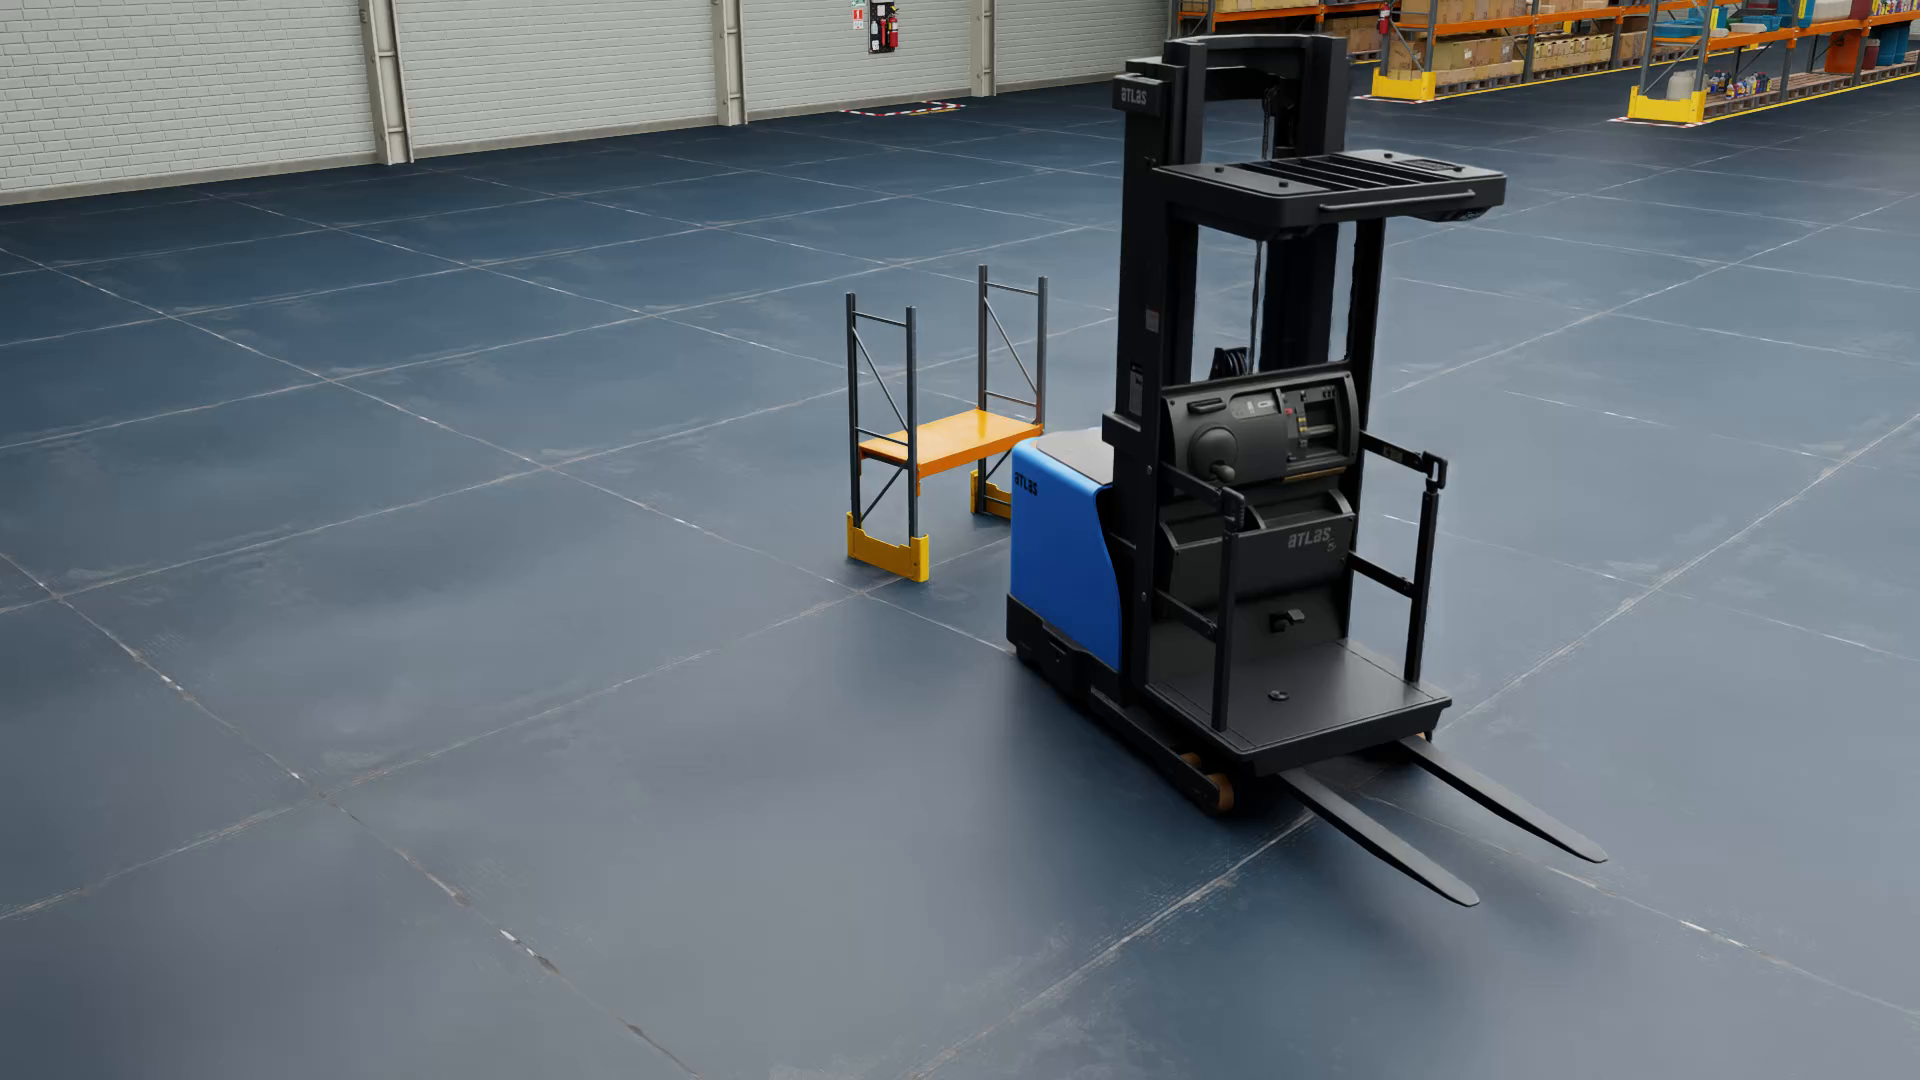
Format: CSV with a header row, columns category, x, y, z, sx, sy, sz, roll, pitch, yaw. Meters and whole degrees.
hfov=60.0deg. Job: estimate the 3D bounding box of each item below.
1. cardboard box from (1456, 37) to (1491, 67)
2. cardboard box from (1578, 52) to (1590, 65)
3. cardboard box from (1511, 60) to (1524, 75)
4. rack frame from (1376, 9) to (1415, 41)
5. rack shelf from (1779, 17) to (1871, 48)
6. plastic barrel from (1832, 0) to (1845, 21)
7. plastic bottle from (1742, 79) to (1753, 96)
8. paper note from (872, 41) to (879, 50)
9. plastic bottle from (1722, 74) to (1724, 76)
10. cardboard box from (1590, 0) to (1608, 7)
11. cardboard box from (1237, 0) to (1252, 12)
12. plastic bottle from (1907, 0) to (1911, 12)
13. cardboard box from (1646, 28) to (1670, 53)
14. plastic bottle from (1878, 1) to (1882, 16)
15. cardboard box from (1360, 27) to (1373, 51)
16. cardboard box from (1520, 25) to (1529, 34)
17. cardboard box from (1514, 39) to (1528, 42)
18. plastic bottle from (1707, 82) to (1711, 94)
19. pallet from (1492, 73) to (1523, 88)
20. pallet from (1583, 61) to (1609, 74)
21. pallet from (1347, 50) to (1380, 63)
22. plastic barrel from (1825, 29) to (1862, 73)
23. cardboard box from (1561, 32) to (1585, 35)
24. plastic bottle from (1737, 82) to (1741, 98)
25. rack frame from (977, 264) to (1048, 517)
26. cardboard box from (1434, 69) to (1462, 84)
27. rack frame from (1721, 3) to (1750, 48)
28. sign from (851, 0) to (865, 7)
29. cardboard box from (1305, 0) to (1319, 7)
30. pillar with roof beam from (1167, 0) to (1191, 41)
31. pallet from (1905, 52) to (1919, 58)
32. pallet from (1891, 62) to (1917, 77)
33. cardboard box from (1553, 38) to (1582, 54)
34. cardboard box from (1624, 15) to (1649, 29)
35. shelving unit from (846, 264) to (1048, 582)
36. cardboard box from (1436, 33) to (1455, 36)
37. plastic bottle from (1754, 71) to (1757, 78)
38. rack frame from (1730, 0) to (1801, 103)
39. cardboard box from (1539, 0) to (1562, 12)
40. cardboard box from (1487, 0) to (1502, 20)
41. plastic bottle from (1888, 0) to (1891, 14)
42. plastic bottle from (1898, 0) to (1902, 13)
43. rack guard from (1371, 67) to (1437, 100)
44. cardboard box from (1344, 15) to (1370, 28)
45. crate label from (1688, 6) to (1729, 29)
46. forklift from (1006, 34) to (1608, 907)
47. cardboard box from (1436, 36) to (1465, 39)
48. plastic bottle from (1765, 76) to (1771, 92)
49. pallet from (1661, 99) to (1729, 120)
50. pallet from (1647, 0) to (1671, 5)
category,x,y,z,sx,sy,sz,roll,pitch,yaw
cardboard box,9.888,-9.433,32.137,0.500,0.500,0.500,19,28,41
cardboard box,12.985,-10.214,35.214,0.500,0.250,0.500,-19,28,-41
cardboard box,10.930,-9.470,33.279,0.500,0.250,0.500,19,28,41
rack frame,10.336,-12.998,39.211,1.000,3.000,0.127,19,28,41
rack shelf,16.039,-9.669,31.552,1.077,0.370,4.000,19,28,41
plastic barrel,16.575,-10.145,31.631,0.421,0.512,0.421,0,21,0
plastic bottle,13.925,-8.014,29.426,0.135,0.276,0.152,-20,28,-41
paper note,-1.487,-8.731,29.337,0.016,0.148,0.142,19,28,41
plastic bottle,13.901,-8.362,30.333,0.135,0.276,0.152,-19,28,-40
cardboard box,13.602,-11.635,35.789,0.500,0.311,0.500,-18,27,-39
cardboard box,5.675,-11.064,34.361,0.500,0.250,0.500,18,28,39
plastic bottle,19.574,-11.083,34.402,0.152,0.276,0.135,19,28,41
cardboard box,15.838,-11.374,37.856,0.500,0.500,0.500,20,29,41
plastic bottle,18.290,-10.610,33.171,0.152,0.276,0.135,19,28,41
cardboard box,9.102,-11.601,38.446,0.700,0.500,0.500,19,28,40
cardboard box,14.434,-13.482,43.369,0.500,0.500,0.700,-19,28,-41
cardboard box,11.533,-10.217,34.440,0.500,0.311,0.500,-19,28,-41
plastic bottle,13.342,-8.061,29.654,0.097,0.201,0.097,0,21,0
pallet,10.512,-9.236,33.309,1.003,0.211,1.213,19,28,41
pallet,13.285,-10.256,35.963,1.003,0.211,1.213,19,28,41
pallet,8.938,-11.184,38.378,1.003,0.211,1.213,19,28,41
plastic barrel,17.763,-9.832,33.413,0.600,0.830,0.708,19,28,41
cardboard box,13.312,-10.873,36.147,0.500,0.311,0.500,-19,28,-40
plastic bottle,13.580,-7.870,29.059,0.097,0.271,0.097,0,21,0
rack frame,0.295,-0.809,9.588,0.500,1.500,0.032,19,28,41
cardboard box,9.186,-8.827,31.606,0.500,0.250,0.500,19,28,41
rack frame,19.468,-13.816,41.338,1.000,3.000,0.127,19,28,41
sign,-1.764,-9.317,28.845,0.001,0.109,0.331,19,28,41
cardboard box,7.432,-11.712,36.045,0.500,0.250,0.500,19,28,41
pillar with roof beam,7.708,-13.061,31.013,9.100,9.000,0.400,19,28,41
pallet,21.561,-10.759,37.273,1.003,0.211,1.213,19,28,41
pallet,19.656,-10.057,35.447,1.003,0.211,1.213,19,28,41
cardboard box,12.635,-10.345,34.774,0.500,0.311,0.500,-19,28,-41
cardboard box,15.468,-11.856,38.065,0.500,0.250,0.500,19,28,41
shelving unit,-0.053,-0.680,9.255,0.587,1.500,1.083,19,28,41
cardboard box,11.558,-12.571,40.510,0.750,0.750,0.750,19,28,40
plastic bottle,14.297,-8.258,29.957,0.144,0.351,0.185,19,28,41
rack frame,14.643,-9.490,30.085,1.000,3.000,0.127,19,28,41
cardboard box,12.012,-11.107,34.150,0.500,0.500,0.500,-18,27,-38
cardboard box,10.076,-10.397,32.304,0.500,0.500,0.700,-20,28,-41
plastic bottle,18.713,-10.749,33.540,0.097,0.271,0.097,0,21,0
plastic bottle,19.190,-10.922,33.971,0.061,0.283,0.133,19,28,41
rack guard,8.290,-8.530,31.070,1.175,0.500,0.348,19,28,41
cardboard box,9.073,-11.924,38.243,0.500,0.250,0.500,19,28,40
crate label,12.943,-9.020,28.811,0.502,0.435,0.616,19,28,41
forklift,1.346,-0.444,6.645,1.130,2.935,3.031,-10,23,-25
cardboard box,9.504,-9.567,32.486,0.500,0.500,0.500,19,28,41
plastic bottle,14.544,-8.222,29.957,0.133,0.283,0.061,-18,28,-39
pallet,12.443,-7.399,28.532,1.003,0.211,1.213,19,28,41
pallet,15.241,-12.171,37.326,1.003,0.211,1.213,19,28,41
